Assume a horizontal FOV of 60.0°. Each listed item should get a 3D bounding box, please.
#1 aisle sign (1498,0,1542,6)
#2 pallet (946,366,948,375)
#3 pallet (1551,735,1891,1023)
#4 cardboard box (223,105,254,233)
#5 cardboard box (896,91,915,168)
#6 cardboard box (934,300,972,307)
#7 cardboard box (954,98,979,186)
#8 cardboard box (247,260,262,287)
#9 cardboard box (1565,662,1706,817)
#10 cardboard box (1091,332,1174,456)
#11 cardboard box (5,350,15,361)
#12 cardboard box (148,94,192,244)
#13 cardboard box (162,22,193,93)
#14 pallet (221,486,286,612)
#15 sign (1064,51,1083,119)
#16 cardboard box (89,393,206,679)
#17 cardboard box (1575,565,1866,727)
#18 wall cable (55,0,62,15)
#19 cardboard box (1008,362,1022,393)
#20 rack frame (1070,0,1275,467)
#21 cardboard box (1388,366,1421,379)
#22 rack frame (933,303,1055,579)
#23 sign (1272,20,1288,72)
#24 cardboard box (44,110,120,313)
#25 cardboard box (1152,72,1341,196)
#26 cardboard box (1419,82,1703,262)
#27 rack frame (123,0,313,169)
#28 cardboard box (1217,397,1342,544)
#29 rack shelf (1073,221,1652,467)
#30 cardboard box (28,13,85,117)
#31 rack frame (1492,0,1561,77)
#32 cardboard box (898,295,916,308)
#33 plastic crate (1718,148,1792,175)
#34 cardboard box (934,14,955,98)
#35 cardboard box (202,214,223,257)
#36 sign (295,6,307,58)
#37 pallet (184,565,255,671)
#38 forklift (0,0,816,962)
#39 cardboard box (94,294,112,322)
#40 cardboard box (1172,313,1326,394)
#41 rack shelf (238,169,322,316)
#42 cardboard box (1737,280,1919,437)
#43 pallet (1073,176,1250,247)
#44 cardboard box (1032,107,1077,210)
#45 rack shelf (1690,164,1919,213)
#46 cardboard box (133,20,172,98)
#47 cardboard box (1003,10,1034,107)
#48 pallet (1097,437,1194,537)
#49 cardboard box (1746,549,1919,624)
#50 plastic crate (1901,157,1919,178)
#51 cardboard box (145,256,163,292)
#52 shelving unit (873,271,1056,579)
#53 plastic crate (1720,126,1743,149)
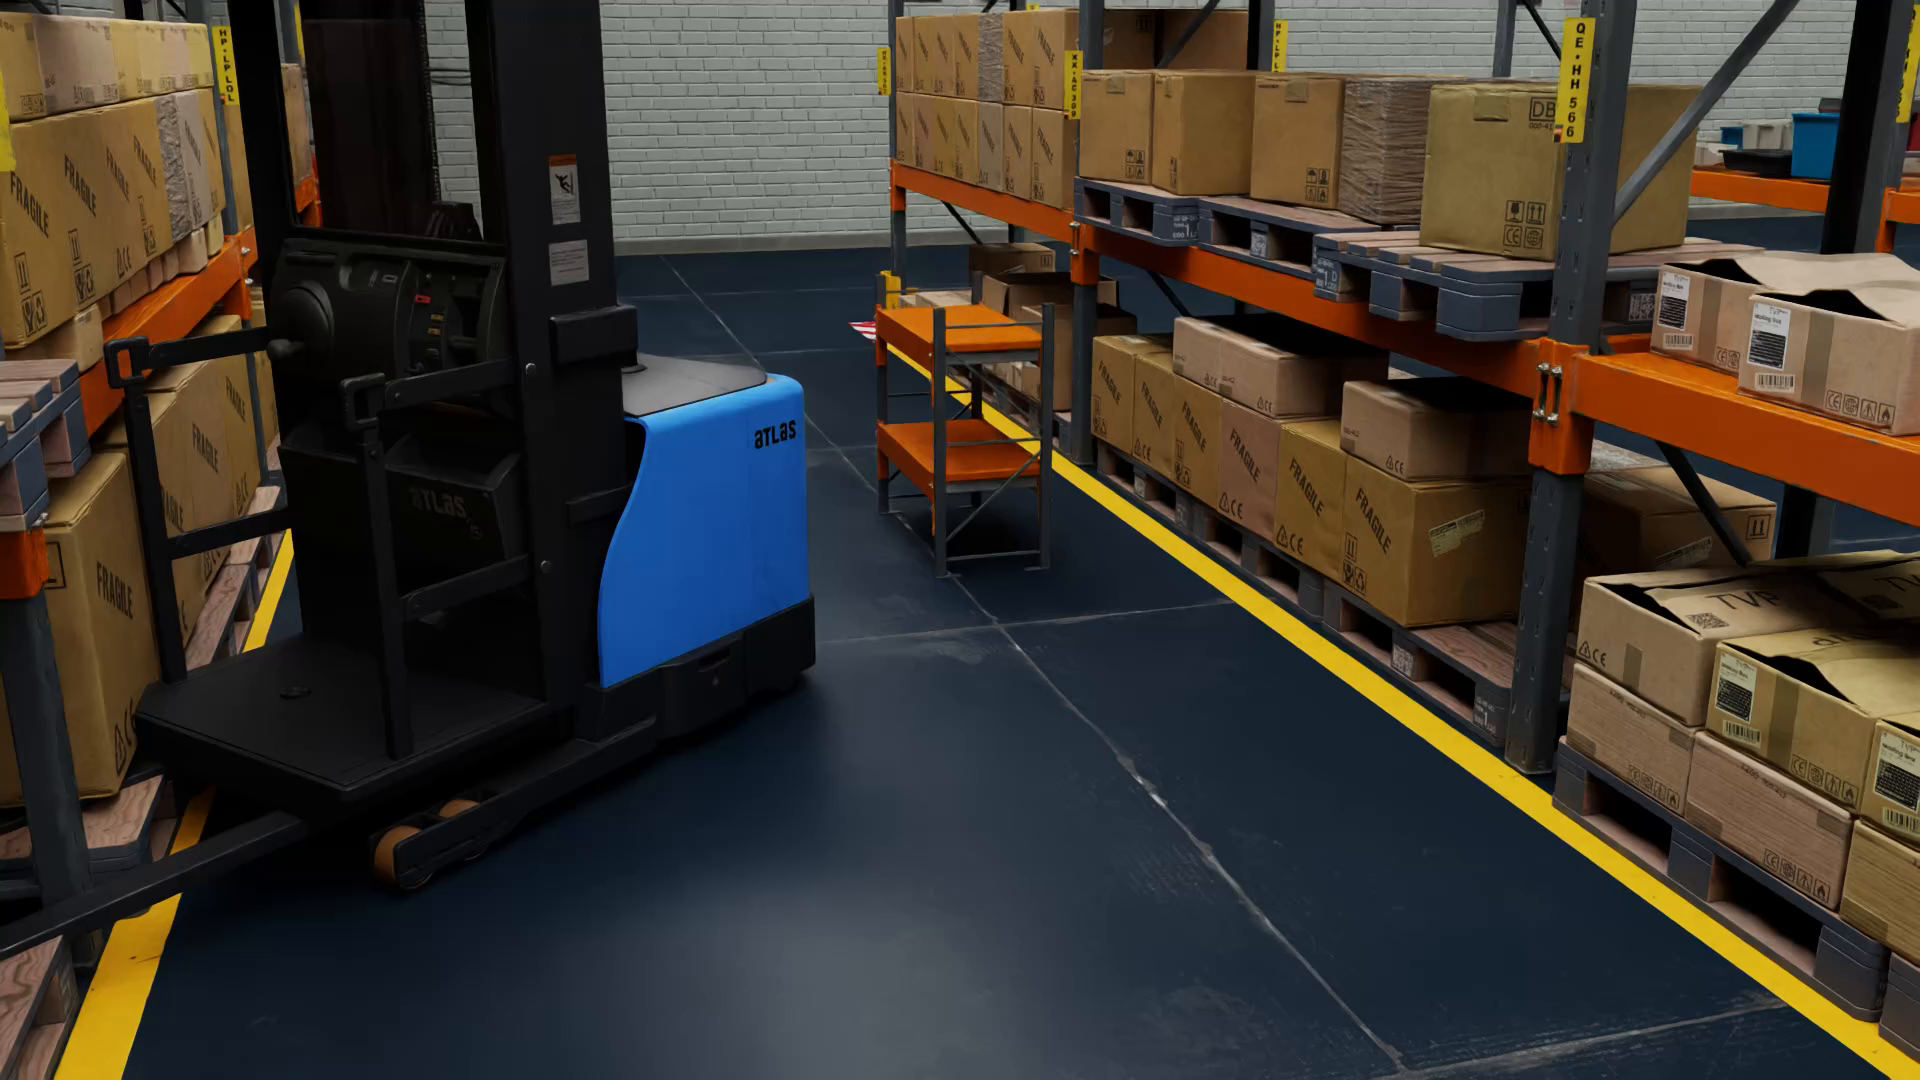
[{"bbox_3d":[4.441,-4.615,13.082,0.394,0.787,0.004,-5,17,-15],"label":"aisle sign"},{"bbox_3d":[0.224,-1.406,11.765,1.003,0.211,1.213,-5,17,-15],"label":"pallet"},{"bbox_3d":[2.370,0.796,4.434,1.003,0.211,1.213,-5,17,-15],"label":"pallet"},{"bbox_3d":[-3.813,-1.779,7.638,0.980,0.700,0.700,-4,17,-14],"label":"cardboard box"},{"bbox_3d":[-0.148,-2.887,11.675,0.500,0.500,0.500,-4,17,-14],"label":"cardboard box"},{"bbox_3d":[0.135,-1.427,11.004,0.500,0.250,0.500,-5,17,-15],"label":"cardboard box"},{"bbox_3d":[0.269,-2.467,10.278,0.500,0.500,0.500,-4,17,-15],"label":"cardboard box"},{"bbox_3d":[-4.209,-1.627,10.143,0.380,0.149,0.250,-4,17,-14],"label":"cardboard box"},{"bbox_3d":[2.043,0.514,4.576,0.500,0.250,0.500,-5,17,-15],"label":"cardboard box"},{"bbox_3d":[0.981,-0.737,8.271,0.500,0.500,0.500,-6,18,-18],"label":"cardboard box"},{"bbox_3d":[-2.448,-0.376,3.891,0.380,0.149,0.250,-5,17,-16],"label":"cardboard box"},{"bbox_3d":[-3.031,-1.296,5.826,0.500,0.500,0.500,-5,17,-15],"label":"cardboard box"},{"bbox_3d":[-3.174,-1.792,6.173,0.500,0.250,0.500,-4,17,-14],"label":"cardboard box"},{"bbox_3d":[-3.395,0.059,6.888,1.003,0.211,1.213,-5,17,-15],"label":"pallet"},{"bbox_3d":[0.563,-2.246,8.210,0.100,0.325,0.005,-5,17,-15],"label":"sign"},{"bbox_3d":[-2.891,-0.005,5.263,0.750,0.750,0.750,-5,17,-16],"label":"cardboard box"},{"bbox_3d":[2.043,0.245,4.496,0.500,0.311,0.500,-4,17,-13],"label":"cardboard box"},{"bbox_3d":[-6.040,-3.356,11.644,0.084,1.984,1.851,-5,17,-15],"label":"wall cable"},{"bbox_3d":[0.492,-0.956,9.611,0.380,0.149,0.250,-5,17,-15],"label":"cardboard box"},{"bbox_3d":[1.082,-1.876,8.484,1.000,3.000,0.127,-5,17,-15],"label":"rack frame"},{"bbox_3d":[1.759,-0.500,7.482,0.500,0.500,0.500,-4,17,-15],"label":"cardboard box"},{"bbox_3d":[0.138,-0.400,6.828,0.500,1.125,0.032,-5,17,-15],"label":"rack frame"},{"bbox_3d":[1.615,-2.476,8.467,0.100,0.325,0.005,-5,17,-15],"label":"sign"},{"bbox_3d":[-2.603,-0.877,4.433,0.500,0.500,0.500,-4,17,-13],"label":"cardboard box"},{"bbox_3d":[1.247,-1.791,7.298,0.700,0.500,0.500,-2,17,-6],"label":"cardboard box"},{"bbox_3d":[1.900,-1.184,5.276,0.700,0.500,0.500,-12,20,-34],"label":"cardboard box"},{"bbox_3d":[-4.779,-2.590,10.860,1.000,3.000,0.127,-5,17,-15],"label":"rack frame"},{"bbox_3d":[1.407,-0.311,6.855,0.500,0.500,0.500,-5,18,-17],"label":"cardboard box"},{"bbox_3d":[1.632,-0.979,6.746,1.077,0.370,4.000,-5,17,-15],"label":"rack shelf"},{"bbox_3d":[-2.606,-1.231,4.306,0.500,0.250,0.500,-5,17,-16],"label":"cardboard box"},{"bbox_3d":[4.747,-3.373,13.468,1.000,3.000,0.127,-5,17,-15],"label":"rack frame"},{"bbox_3d":[-0.232,-1.685,12.039,0.380,0.149,0.250,-5,17,-15],"label":"cardboard box"},{"bbox_3d":[5.280,-2.452,10.776,0.437,0.125,0.590,-5,17,-15],"label":"plastic crate"},{"bbox_3d":[0.135,-3.083,10.590,0.500,0.500,0.500,-4,17,-14],"label":"cardboard box"},{"bbox_3d":[-3.222,-1.234,6.747,0.380,0.149,0.250,-4,17,-14],"label":"cardboard box"},{"bbox_3d":[-4.253,-3.297,10.790,0.100,0.325,0.005,-5,17,-15],"label":"sign"},{"bbox_3d":[-3.056,0.397,5.762,1.003,0.211,1.213,-5,17,-15],"label":"pallet"},{"bbox_3d":[-1.725,-0.637,4.477,1.130,2.935,3.031,11,20,31],"label":"forklift"},{"bbox_3d":[-2.828,-0.730,5.069,0.380,0.149,0.250,-4,17,-14],"label":"cardboard box"},{"bbox_3d":[1.256,-0.819,7.242,0.500,0.250,0.500,-5,17,-15],"label":"cardboard box"},{"bbox_3d":[-4.229,-1.692,9.122,1.077,0.370,4.000,-5,17,-15],"label":"rack shelf"},{"bbox_3d":[2.241,-0.464,3.939,0.500,0.311,0.500,-5,17,-16],"label":"cardboard box"},{"bbox_3d":[1.197,-1.555,7.747,1.003,0.211,1.213,-5,17,-15],"label":"pallet"},{"bbox_3d":[0.698,-2.042,8.863,0.500,0.500,0.500,-4,17,-14],"label":"cardboard box"},{"bbox_3d":[5.296,-2.476,11.730,1.077,0.370,4.000,-5,17,-15],"label":"rack shelf"},{"bbox_3d":[-3.034,-1.650,5.703,0.500,0.250,0.500,-4,17,-14],"label":"cardboard box"},{"bbox_3d":[0.551,-2.664,9.195,0.500,0.500,0.500,-5,17,-16],"label":"cardboard box"},{"bbox_3d":[1.342,-0.319,8.146,1.003,0.211,1.213,-5,17,-15],"label":"pallet"},{"bbox_3d":[2.562,0.203,4.638,0.500,0.311,0.500,-4,17,-14],"label":"cardboard box"},{"bbox_3d":[5.856,-2.309,10.280,0.396,0.136,0.243,-5,17,-15],"label":"plastic crate"},{"bbox_3d":[-3.007,-0.947,5.792,0.380,0.149,0.250,-5,17,-17],"label":"cardboard box"},{"bbox_3d":[-0.002,-0.541,7.296,0.538,1.125,1.048,-5,17,-15],"label":"shelving unit"},{"bbox_3d":[5.558,-2.774,11.660,0.416,0.233,0.300,-5,17,-15],"label":"plastic crate"}]
